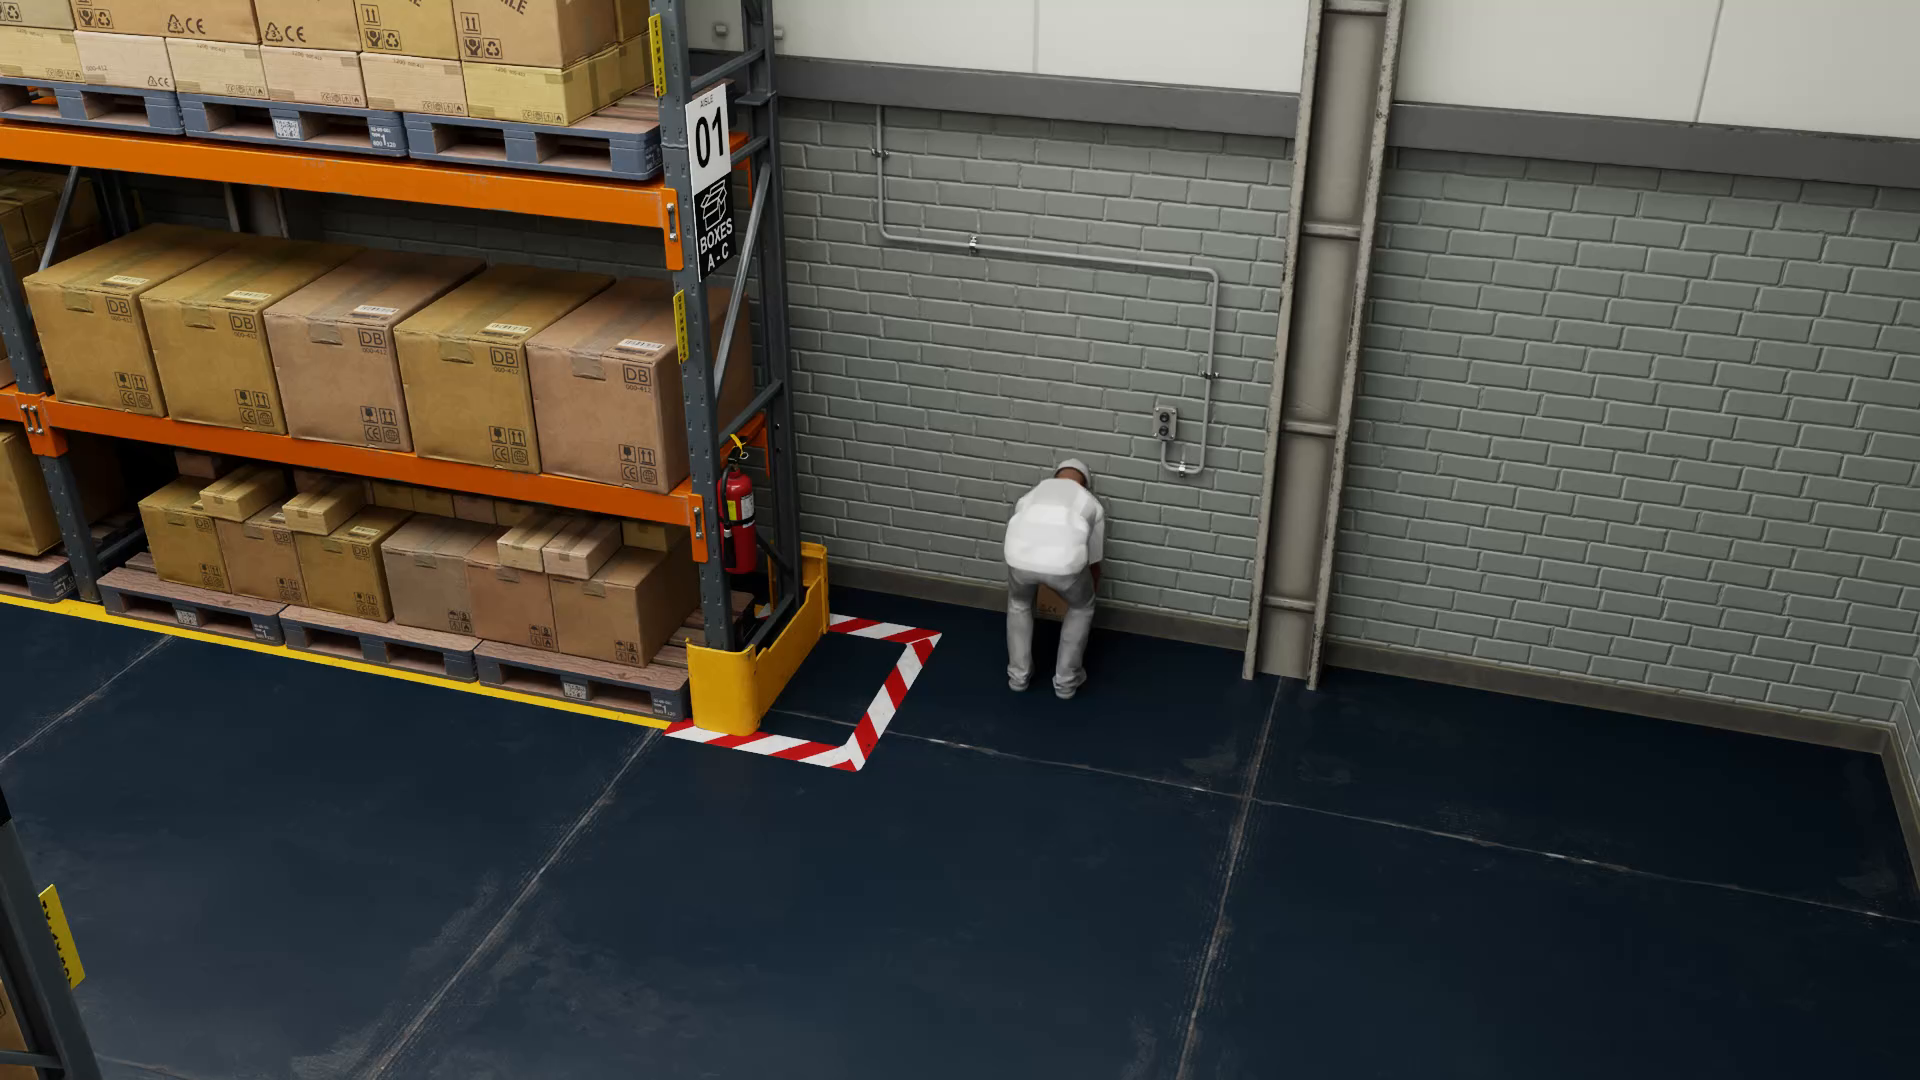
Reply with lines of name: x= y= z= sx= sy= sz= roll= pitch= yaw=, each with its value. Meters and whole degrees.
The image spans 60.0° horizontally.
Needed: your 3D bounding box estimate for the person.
person: x=0.509 y=0.187 z=8.853 sx=0.487 sy=1.076 sz=0.982 roll=7 pitch=30 yaw=13
